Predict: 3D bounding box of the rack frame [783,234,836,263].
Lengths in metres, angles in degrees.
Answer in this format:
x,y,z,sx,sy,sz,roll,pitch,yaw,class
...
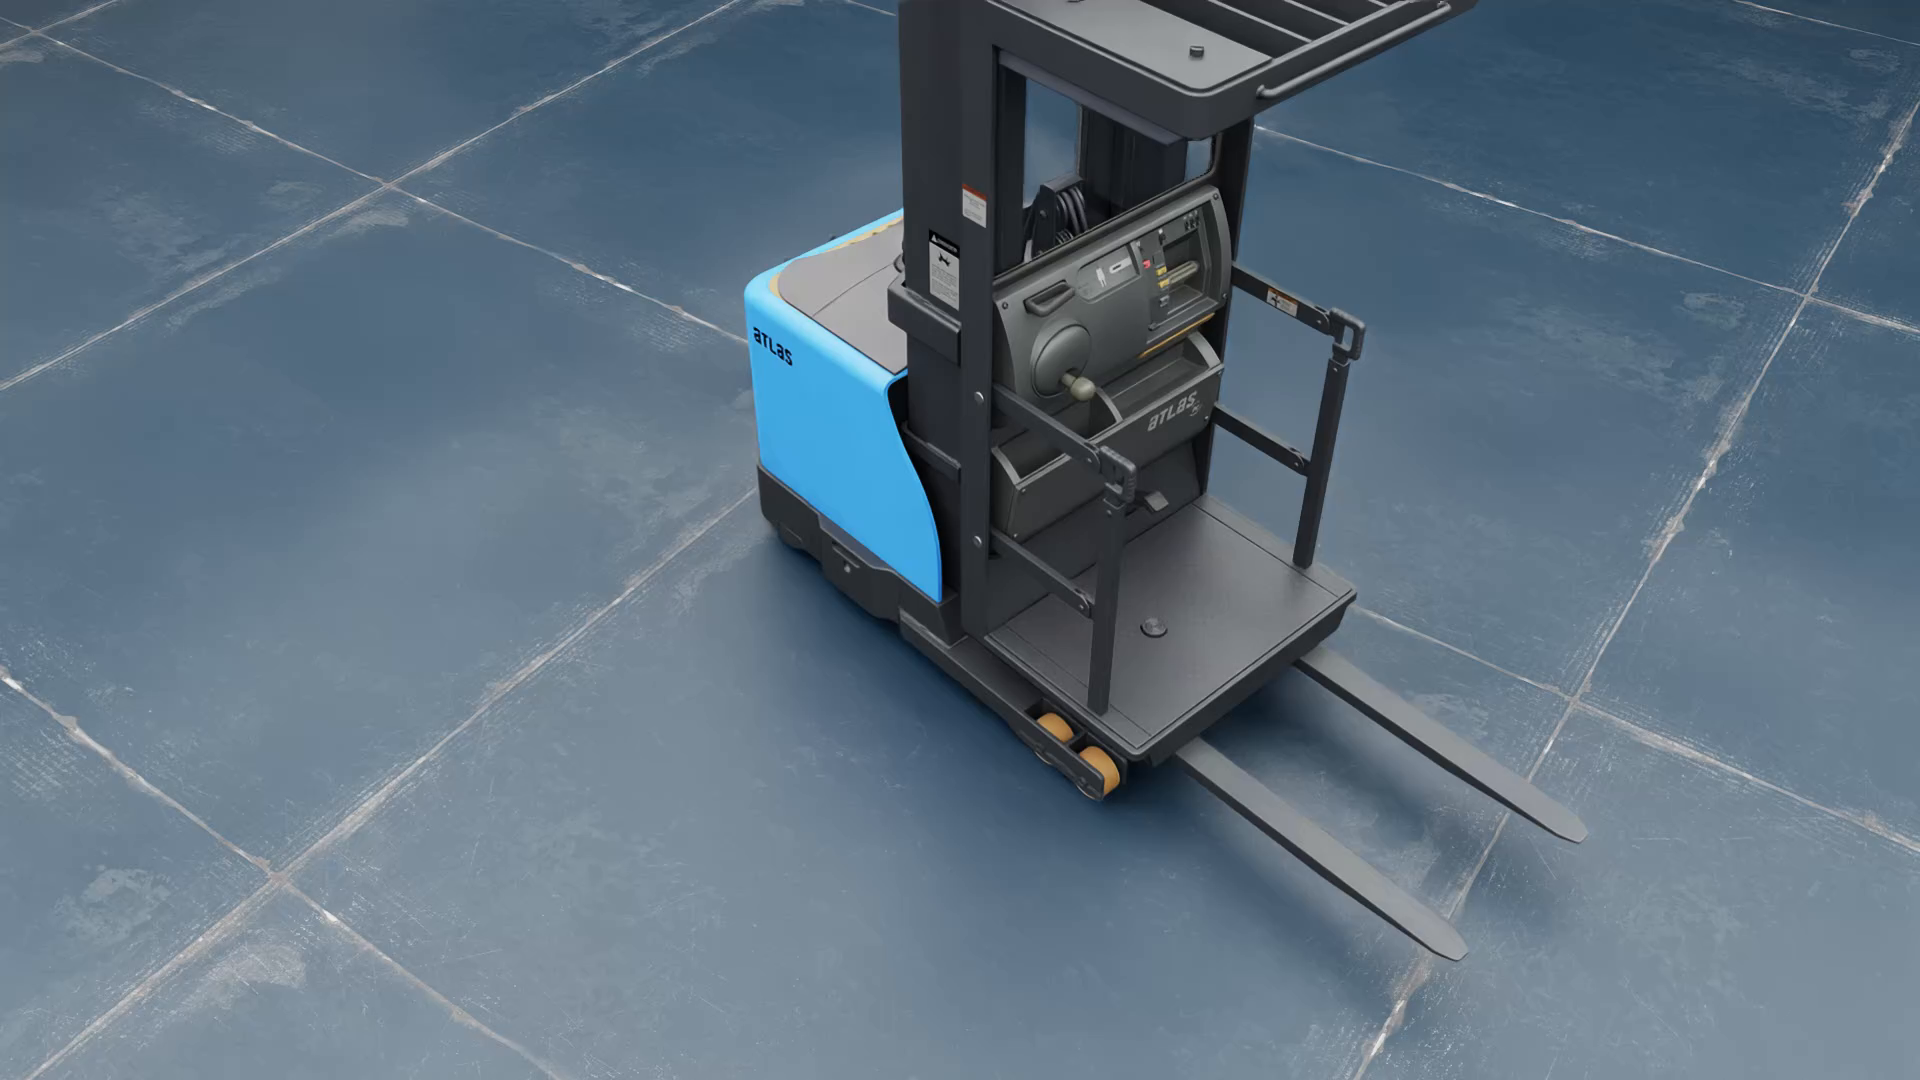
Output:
x,y,z,sx,sy,sz,roll,pitch,yaw,class
-0.553,-0.746,6.409,0.240,0.900,0.006,-31,50,-30,rack frame

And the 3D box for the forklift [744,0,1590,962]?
x,y,z,sx,sy,sz,roll,pitch,yaw,class
0.611,-0.654,4.783,1.130,2.935,3.031,-31,50,-30,forklift

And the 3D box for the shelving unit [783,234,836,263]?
x,y,z,sx,sy,sz,roll,pitch,yaw,class
-0.485,-0.696,6.353,0.258,0.900,0.210,-31,50,-30,shelving unit
